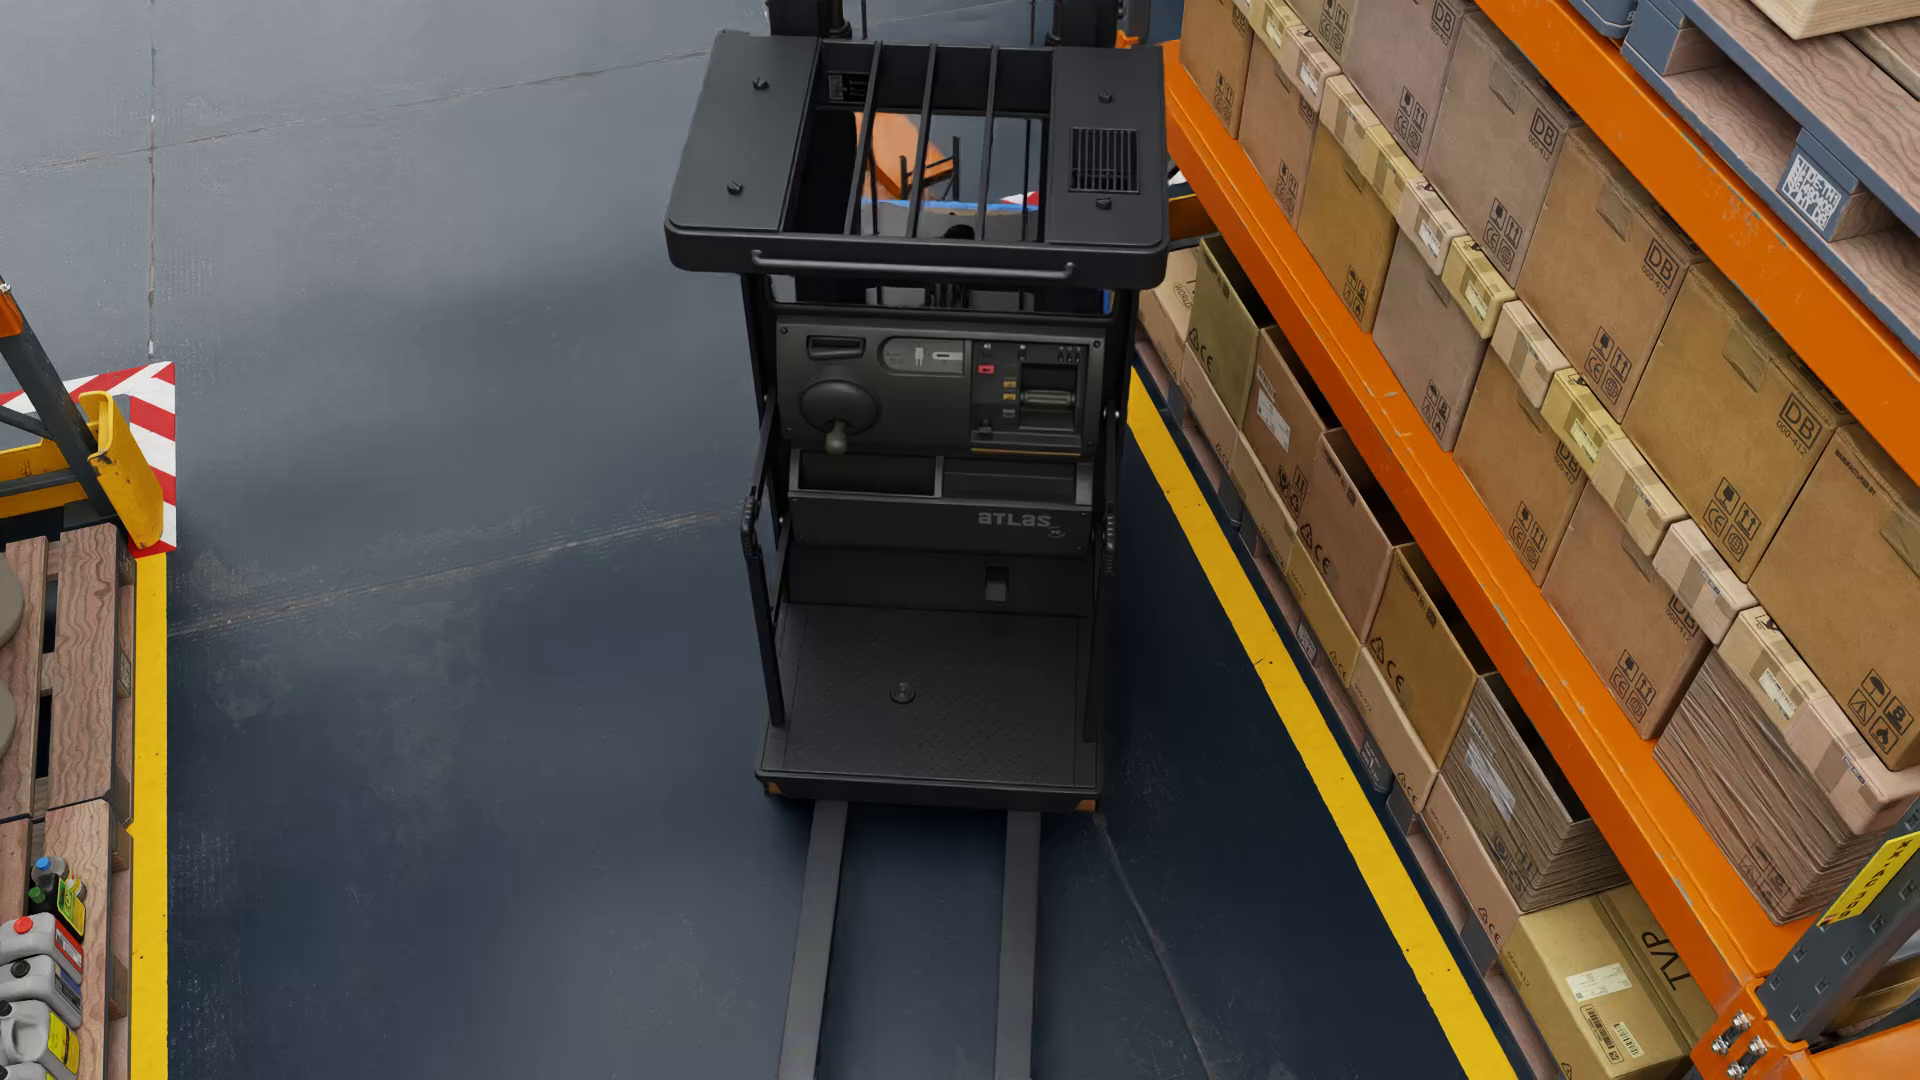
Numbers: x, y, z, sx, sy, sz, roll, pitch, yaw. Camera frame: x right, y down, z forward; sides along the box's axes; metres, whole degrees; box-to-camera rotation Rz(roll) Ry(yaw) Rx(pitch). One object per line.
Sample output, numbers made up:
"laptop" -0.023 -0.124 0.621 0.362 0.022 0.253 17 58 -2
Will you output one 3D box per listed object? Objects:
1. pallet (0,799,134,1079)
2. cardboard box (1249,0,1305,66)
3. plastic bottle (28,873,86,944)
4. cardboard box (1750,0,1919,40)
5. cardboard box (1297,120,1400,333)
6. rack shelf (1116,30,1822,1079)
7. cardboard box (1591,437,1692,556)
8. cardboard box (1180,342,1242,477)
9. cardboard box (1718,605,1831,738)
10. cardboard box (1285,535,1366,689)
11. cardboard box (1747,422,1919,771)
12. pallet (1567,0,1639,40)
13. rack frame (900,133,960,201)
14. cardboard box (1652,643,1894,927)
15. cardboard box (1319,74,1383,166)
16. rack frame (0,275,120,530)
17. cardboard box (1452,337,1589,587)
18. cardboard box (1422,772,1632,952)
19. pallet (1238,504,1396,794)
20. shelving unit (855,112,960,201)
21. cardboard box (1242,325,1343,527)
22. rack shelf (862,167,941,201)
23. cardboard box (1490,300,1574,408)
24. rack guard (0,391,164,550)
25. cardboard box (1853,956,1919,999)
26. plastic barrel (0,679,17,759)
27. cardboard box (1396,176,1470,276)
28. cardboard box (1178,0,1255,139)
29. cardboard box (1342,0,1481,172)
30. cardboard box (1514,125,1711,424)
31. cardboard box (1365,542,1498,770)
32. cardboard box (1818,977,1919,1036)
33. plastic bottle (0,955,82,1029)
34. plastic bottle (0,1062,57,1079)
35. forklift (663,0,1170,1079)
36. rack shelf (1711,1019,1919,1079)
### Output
"pallet" -3.006 1.440 4.898 1.003 0.211 1.213 -13 51 -11
"cardboard box" 1.130 -1.636 5.178 0.380 0.149 0.250 -13 51 -11
"plastic bottle" -2.652 1.069 4.875 0.061 0.283 0.133 -12 51 -10
"cardboard box" 1.632 -1.069 3.026 0.380 0.149 0.250 -13 51 -11
"cardboard box" 1.494 -1.047 5.105 0.700 0.500 0.500 -13 51 -11
"rack shelf" 1.658 -0.412 5.106 1.077 0.370 4.000 -13 51 -11
"cardboard box" 1.735 -0.138 3.915 0.380 0.149 0.250 -13 51 -11
"cardboard box" 1.164 -0.548 6.274 0.500 0.250 0.500 -13 51 -11
"cardboard box" 1.894 0.244 3.593 0.380 0.149 0.250 -14 51 -12
"cardboard box" 1.455 0.184 5.657 0.500 0.250 0.500 -13 51 -11
"cardboard box" 2.113 0.043 3.338 0.700 0.500 0.500 -13 51 -11
"pallet" 1.616 -1.628 3.757 1.003 0.211 1.213 -13 51 -11
"rack frame" -0.104 -1.002 6.310 0.240 1.200 0.015 -26 55 -20
"cardboard box" 2.113 0.462 3.834 0.700 0.500 0.500 -15 51 -12
"cardboard box" 1.284 -1.257 4.858 0.380 0.149 0.250 -15 51 -12
"rack frame" -3.666 -0.988 5.121 1.000 3.000 0.127 -13 51 -11
"cardboard box" 1.806 -0.290 4.467 0.700 0.500 0.500 -13 51 -10
"cardboard box" 1.766 0.911 5.044 0.500 0.250 0.500 -13 51 -11
"pallet" 1.690 0.232 5.916 1.003 0.211 1.213 -13 51 -11
"shelving unit" -0.236 -1.159 6.442 0.258 1.200 0.503 -26 55 -20
"cardboard box" 1.323 -0.427 5.681 0.500 0.500 0.500 -13 51 -11
"rack shelf" -0.236 -1.260 6.322 0.258 0.148 0.480 -26 55 -20
"cardboard box" 1.591 -0.503 4.222 0.380 0.149 0.250 -12 51 -10
"rack guard" -3.598 -0.137 6.039 1.175 0.500 0.348 -13 51 -11
"cardboard box" 2.412 0.916 4.549 0.500 0.500 0.500 -13 51 -11
"plastic barrel" -3.250 0.508 5.212 0.421 0.512 0.421 0 50 0
"cardboard box" 1.431 -0.888 4.547 0.380 0.149 0.250 -13 51 -11
"cardboard box" 1.193 -1.793 5.735 0.700 0.500 0.500 -13 51 -11
"cardboard box" 1.519 -1.422 4.573 0.700 0.500 0.500 -13 51 -11
"cardboard box" 1.815 -0.691 3.957 0.700 0.500 0.500 -13 51 -11
"cardboard box" 1.616 0.304 5.065 0.500 0.500 0.500 -13 51 -11
"cardboard box" 2.402 1.160 4.834 0.500 0.250 0.500 -13 51 -11
"plastic bottle" -2.615 1.282 4.701 0.152 0.276 0.135 -15 51 -12
"plastic bottle" -2.507 1.514 4.457 0.144 0.351 0.185 -14 51 -11
"forklift" -0.070 -0.321 4.604 1.130 2.935 3.031 3 50 2
"rack shelf" 2.841 2.509 2.643 1.077 0.370 4.000 -13 51 -11
